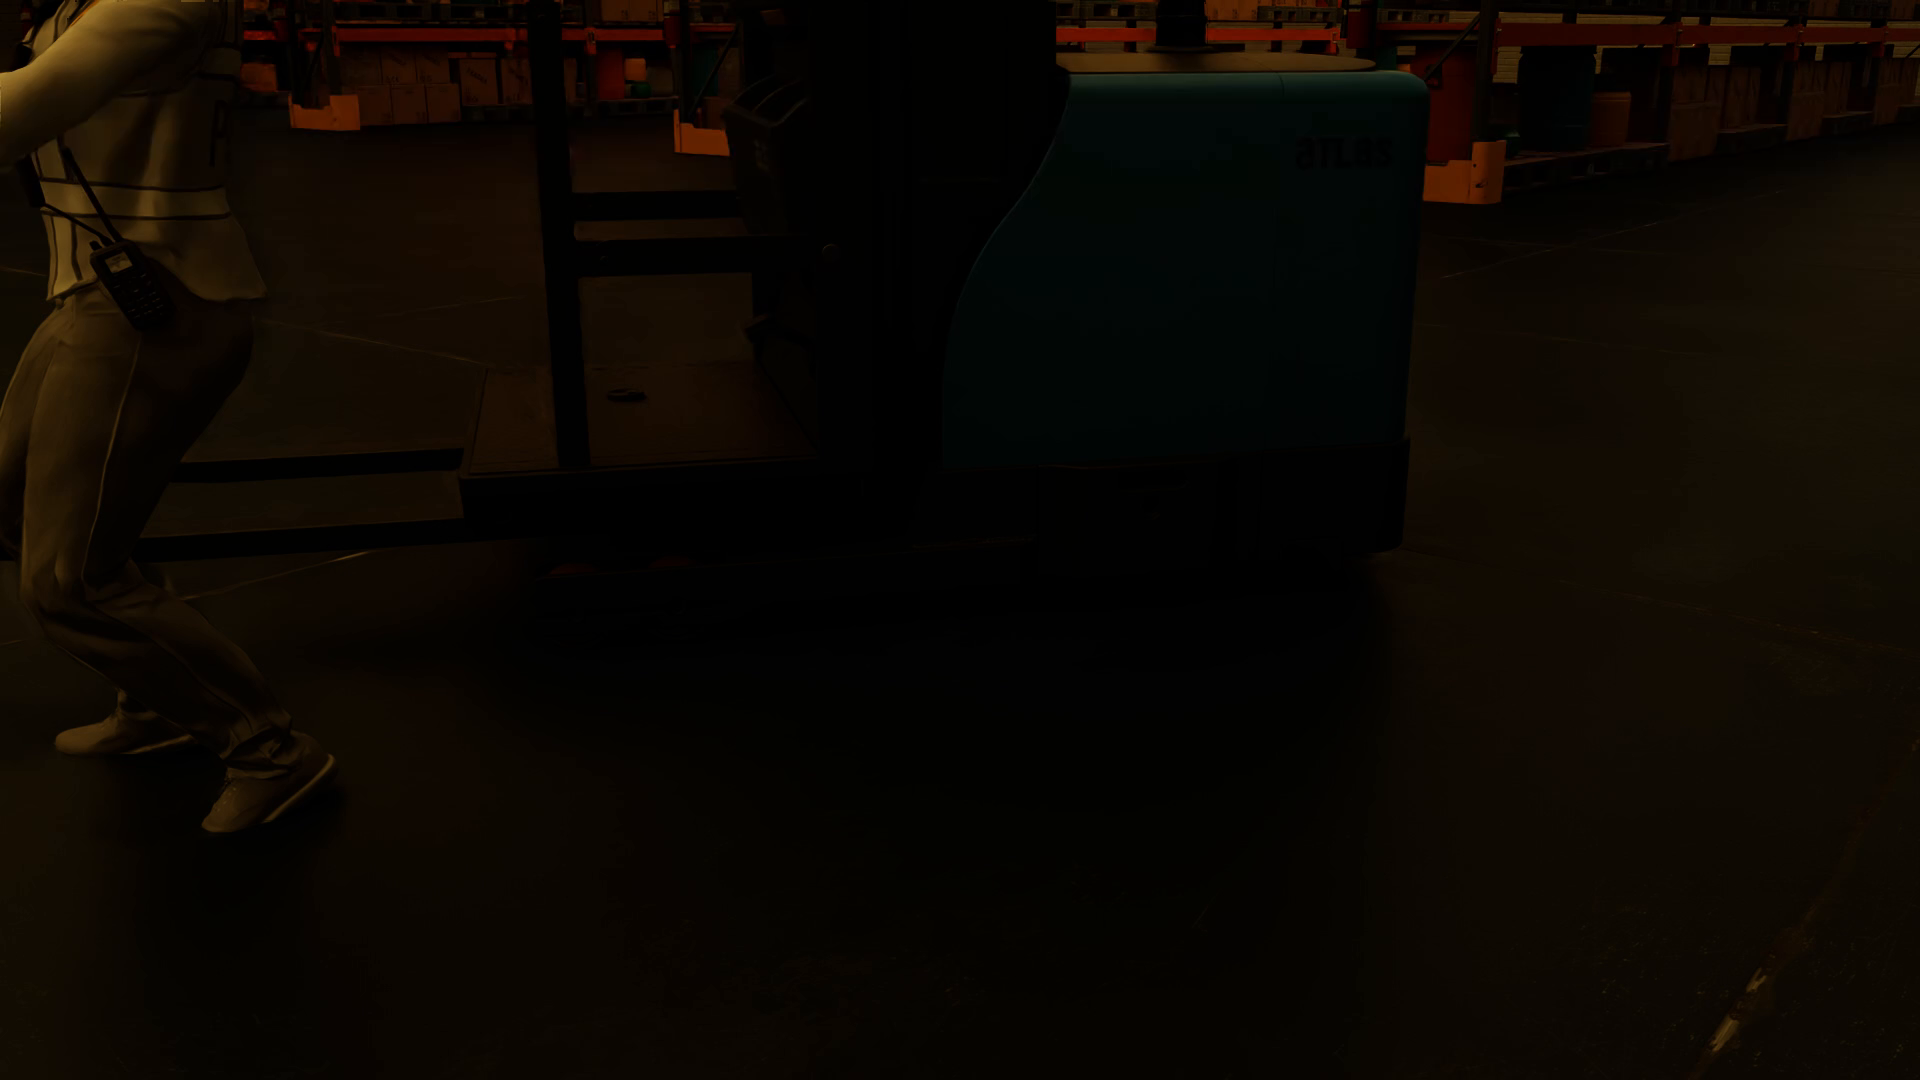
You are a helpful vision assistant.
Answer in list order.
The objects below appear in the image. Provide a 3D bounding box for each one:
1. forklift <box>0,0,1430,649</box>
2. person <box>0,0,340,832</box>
[{"bbox_3d":[-0.594,-1.359,3.372,3.031,2.935,1.130,-4,17,-13],"label":"forklift"},{"bbox_3d":[-1.251,-0.284,2.357,0.615,1.614,0.810,-7,18,-23],"label":"person"}]
